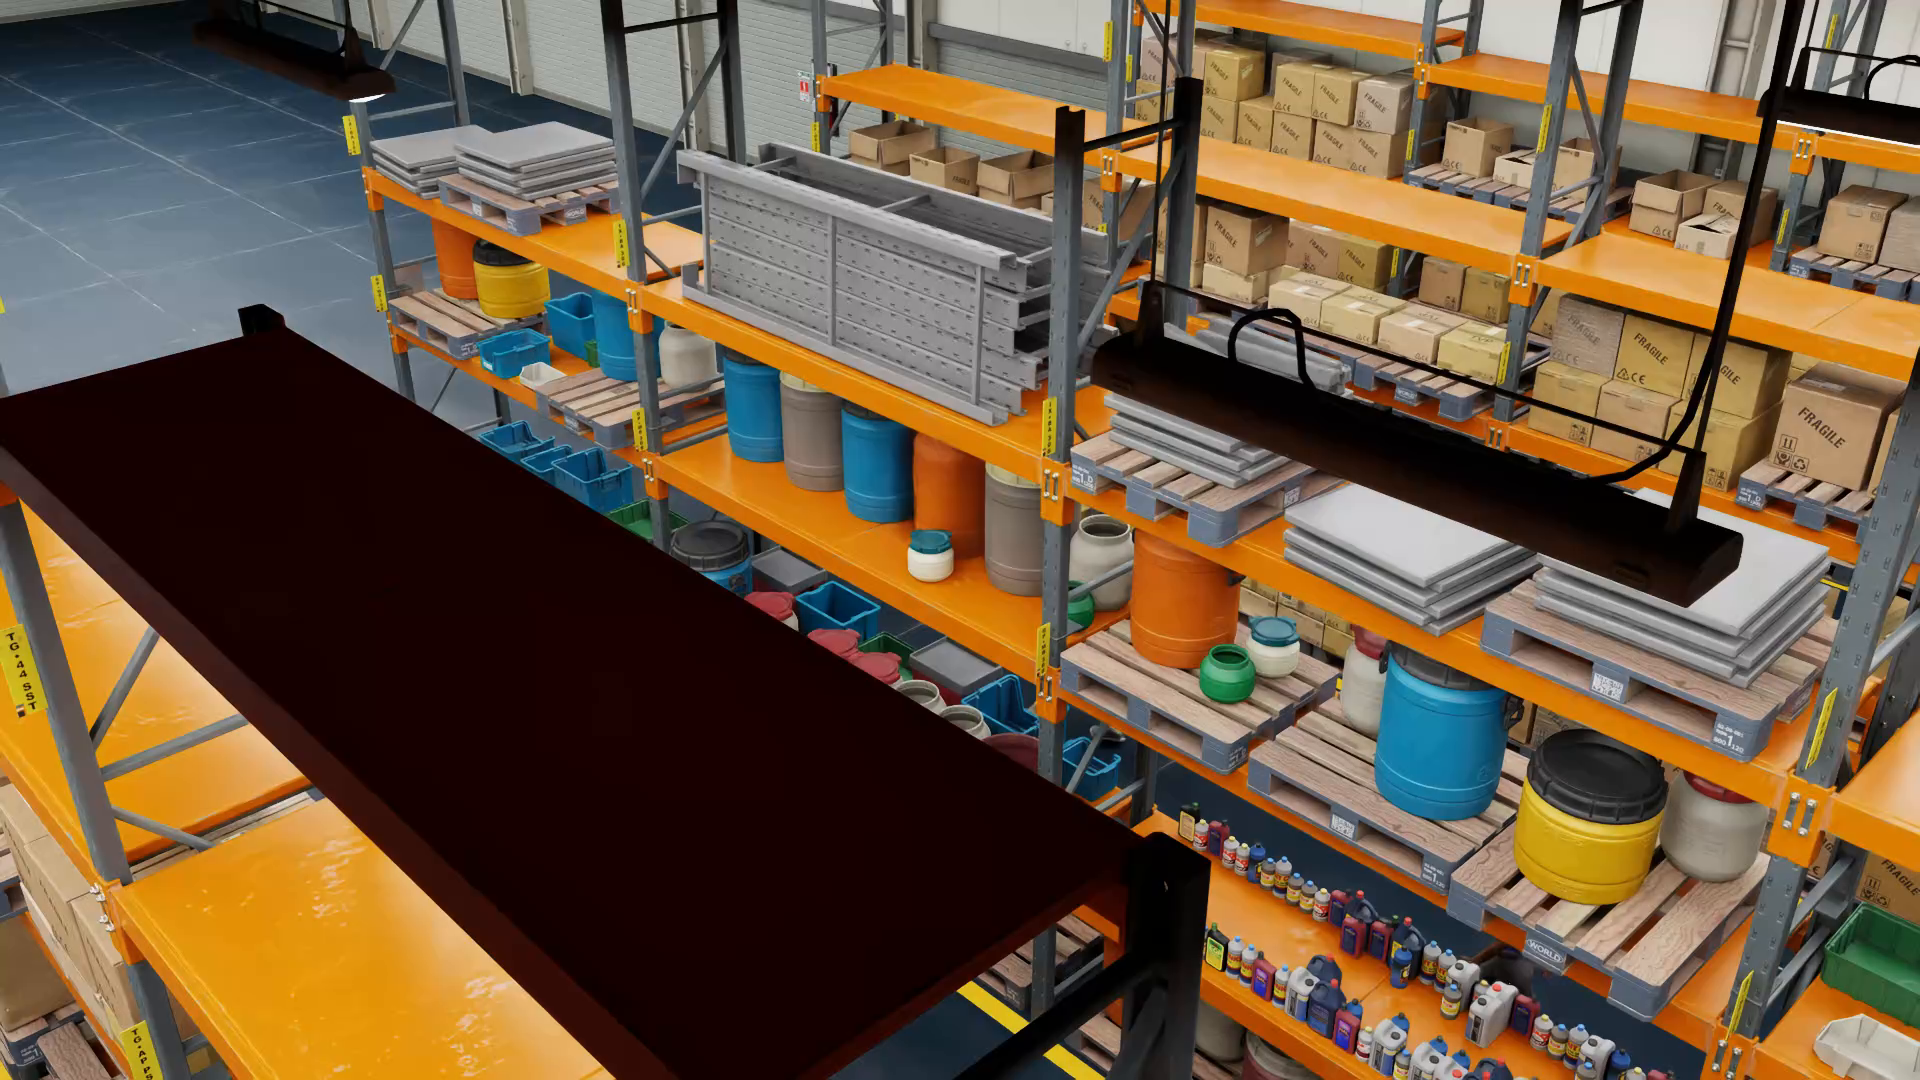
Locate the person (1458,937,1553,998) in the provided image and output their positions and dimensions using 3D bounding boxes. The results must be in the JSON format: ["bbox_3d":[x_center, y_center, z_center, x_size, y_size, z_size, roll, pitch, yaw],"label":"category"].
[{"bbox_3d":[3.417,2.594,10.294,1.033,1.593,0.493,25,37,38],"label":"person"}]

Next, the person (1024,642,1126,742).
[{"bbox_3d":[0.882,0.840,13.456,1.029,1.693,0.546,16,32,27],"label":"person"}]
